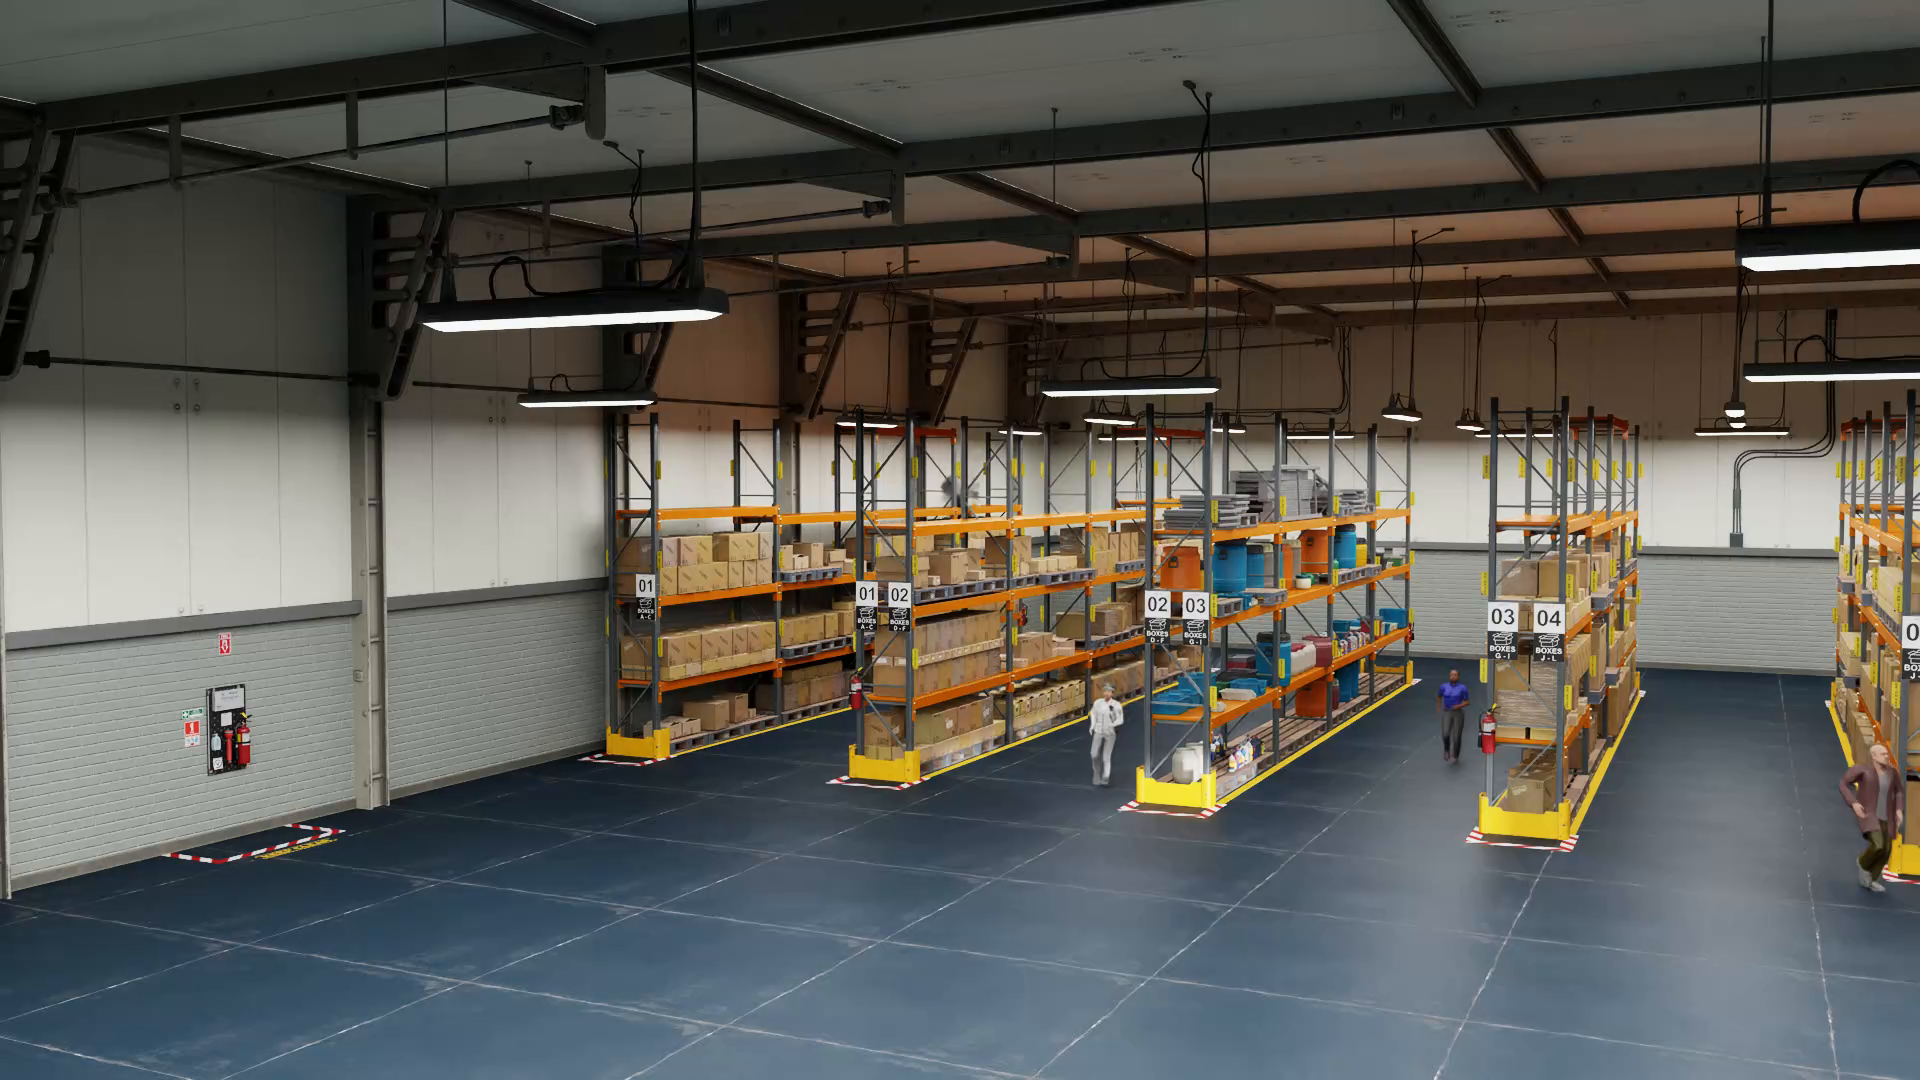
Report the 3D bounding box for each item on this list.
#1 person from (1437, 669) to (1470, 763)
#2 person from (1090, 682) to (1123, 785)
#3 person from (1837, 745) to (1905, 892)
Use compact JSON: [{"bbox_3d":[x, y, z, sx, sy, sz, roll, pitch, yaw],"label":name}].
[{"bbox_3d":[8.355,2.996,28.227,0.560,1.617,0.600,1,3,21],"label":"person"},{"bbox_3d":[2.293,3.062,26.291,0.589,1.652,0.622,1,3,19],"label":"person"},{"bbox_3d":[10.881,3.303,19.722,0.738,1.743,0.561,0,2,-3],"label":"person"}]
